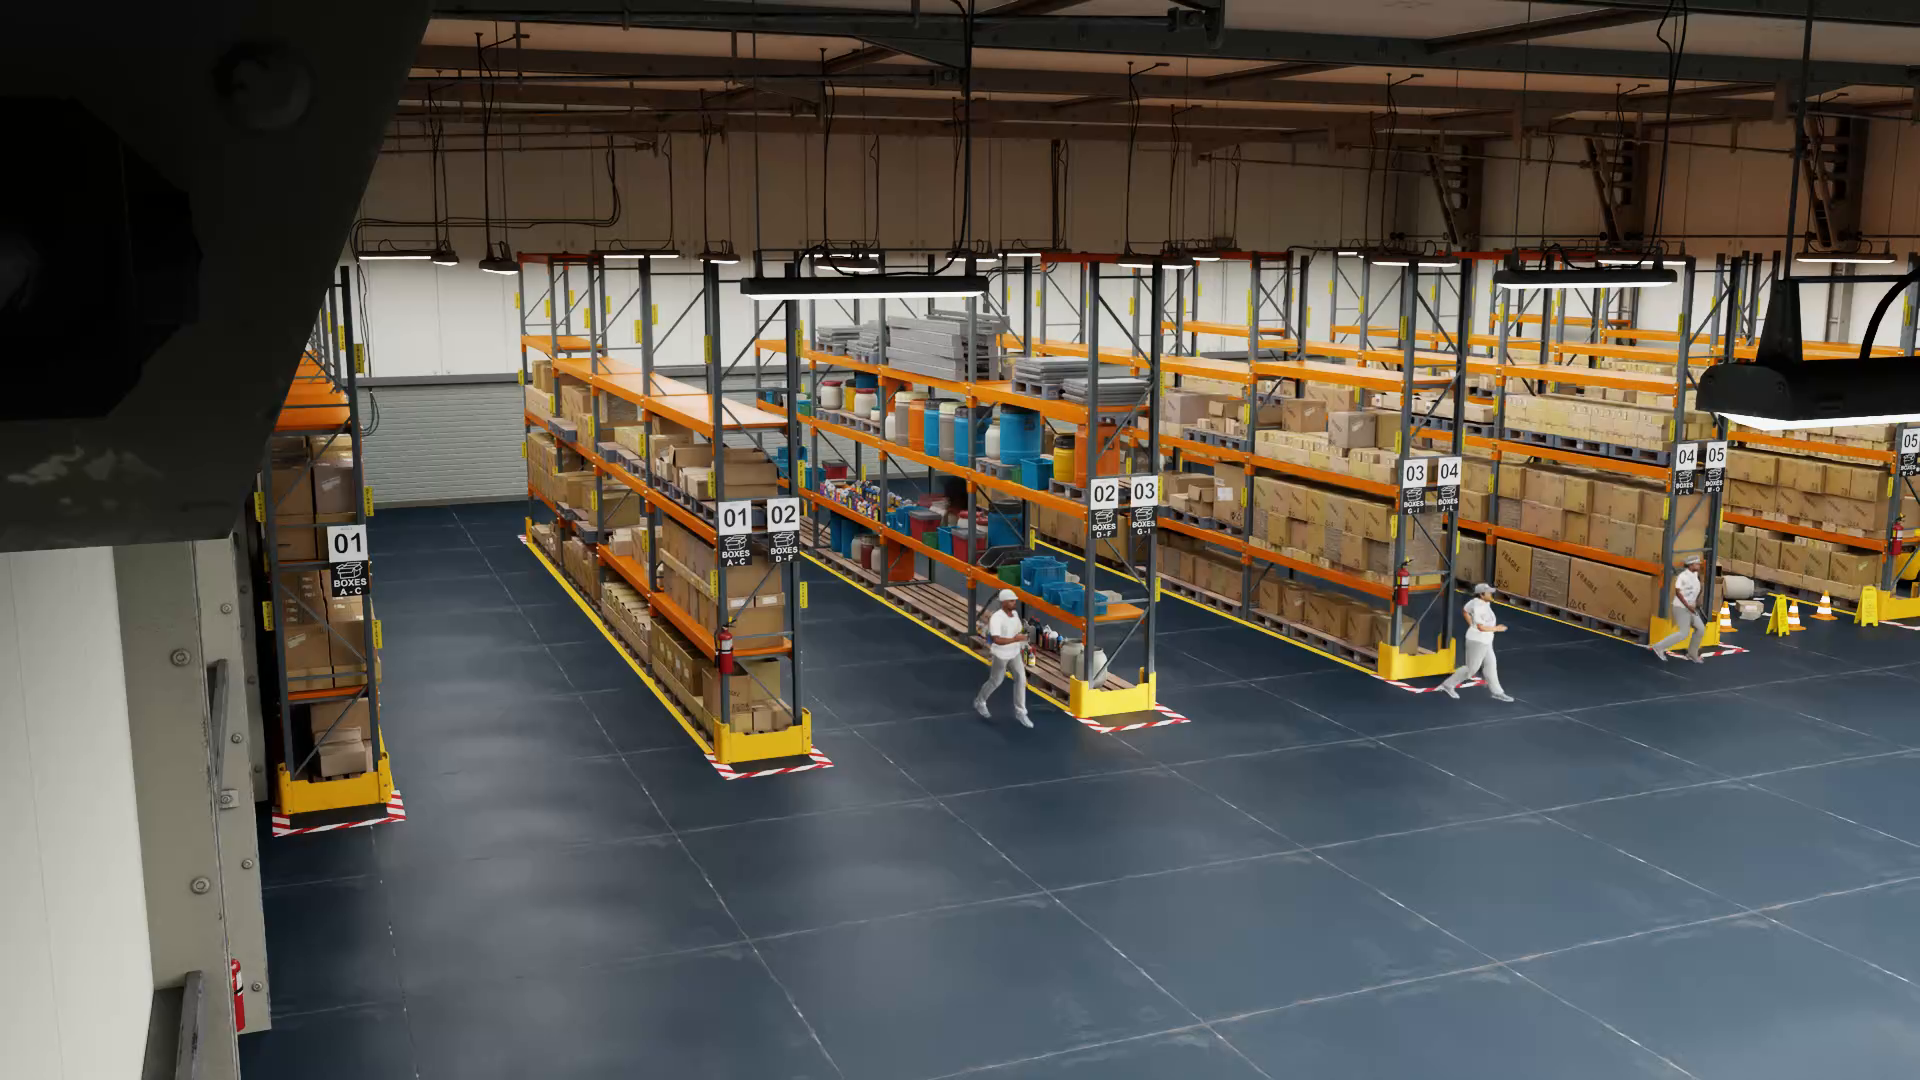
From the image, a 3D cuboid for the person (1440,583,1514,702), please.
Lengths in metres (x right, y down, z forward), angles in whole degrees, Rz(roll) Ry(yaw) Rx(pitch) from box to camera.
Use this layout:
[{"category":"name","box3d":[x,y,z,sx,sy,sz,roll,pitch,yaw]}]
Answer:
[{"category":"person","box3d":[7.072,1.386,22.626,0.967,1.639,0.613,4,11,19]}]

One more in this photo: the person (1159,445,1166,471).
[{"category":"person","box3d":[4.405,-1.389,37.808,0.693,1.742,0.712,-4,11,-22]}]

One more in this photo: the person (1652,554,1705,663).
[{"category":"person","box3d":[10.822,1.047,24.896,0.671,1.684,0.809,7,13,34]}]

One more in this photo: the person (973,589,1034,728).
[{"category":"person","box3d":[0.572,1.519,21.726,0.897,1.803,0.681,8,13,38]}]
